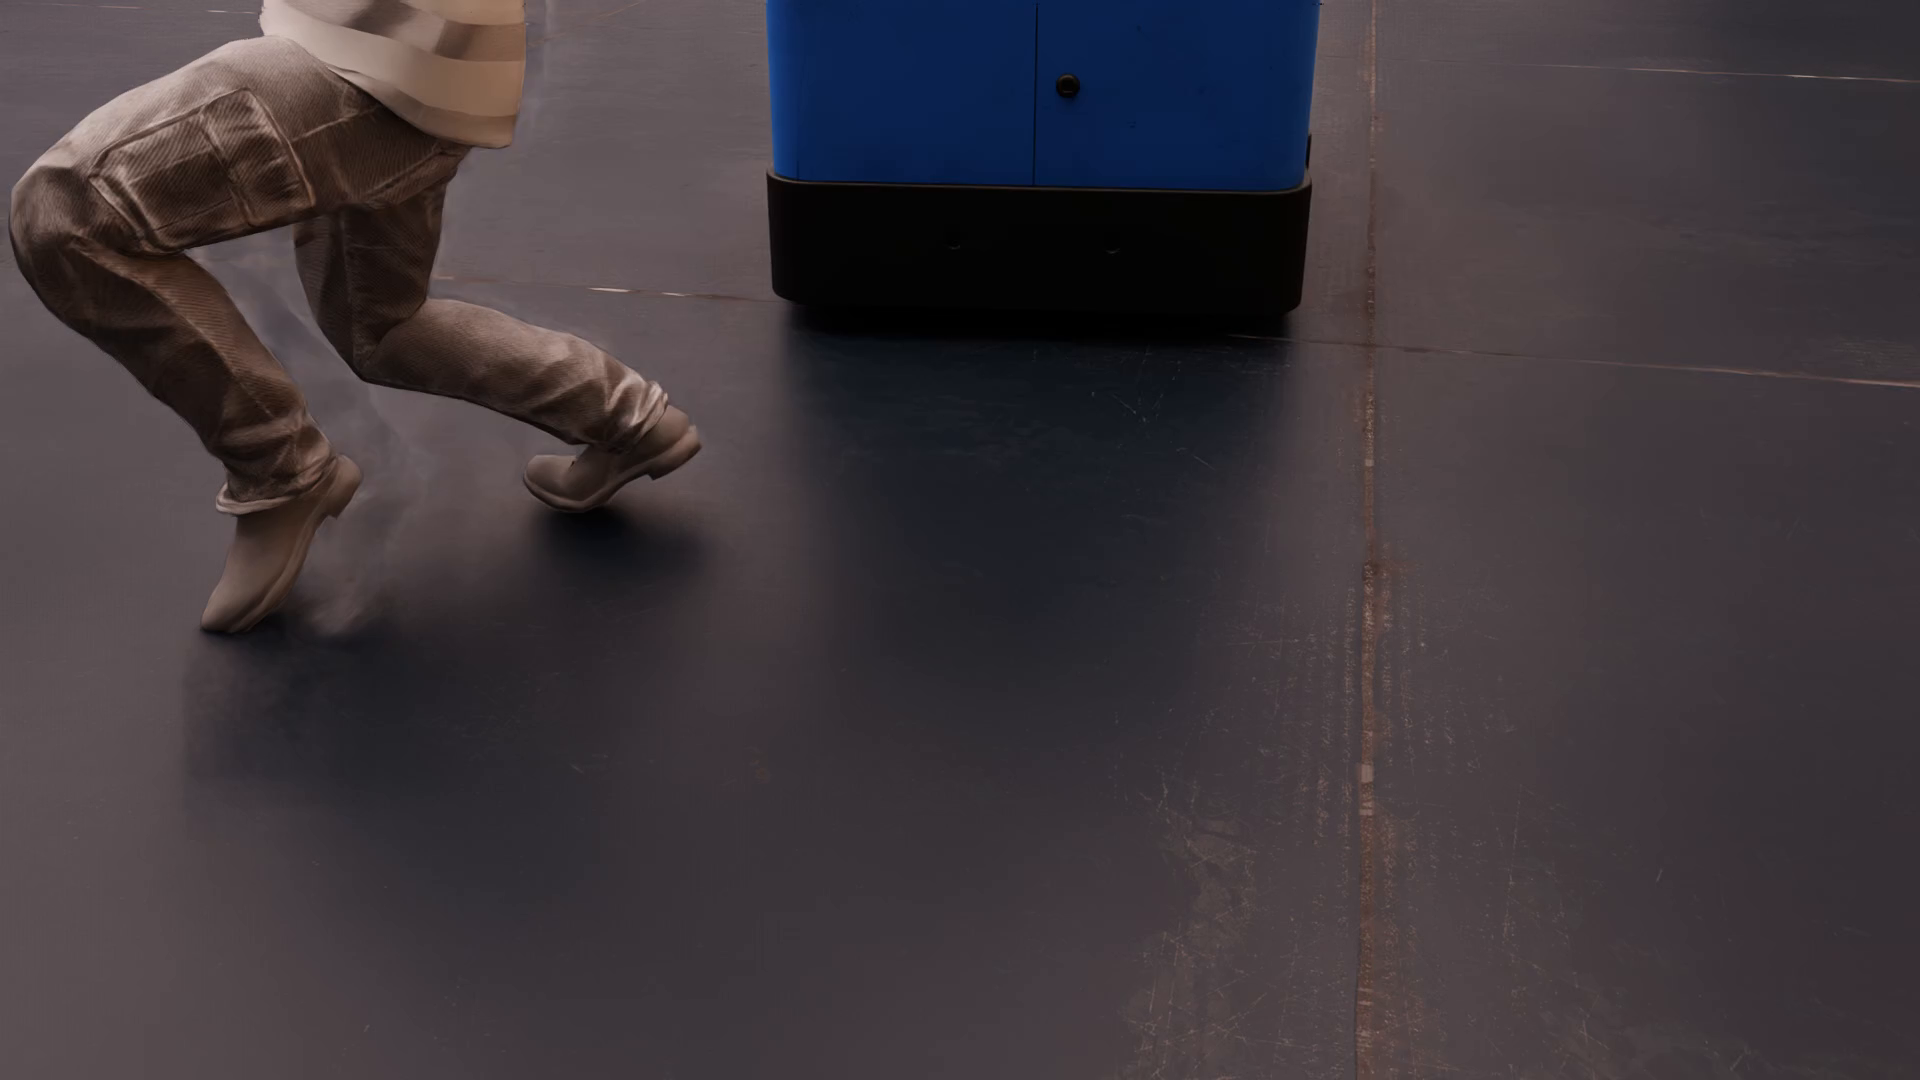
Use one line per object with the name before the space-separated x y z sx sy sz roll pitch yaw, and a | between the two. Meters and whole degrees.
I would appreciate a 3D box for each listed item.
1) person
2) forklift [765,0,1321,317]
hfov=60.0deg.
person | -0.684 -0.574 1.912 0.866 1.611 1.130 -9 28 -17
forklift | 0.268 -2.368 3.940 1.130 2.935 3.031 2 27 4
